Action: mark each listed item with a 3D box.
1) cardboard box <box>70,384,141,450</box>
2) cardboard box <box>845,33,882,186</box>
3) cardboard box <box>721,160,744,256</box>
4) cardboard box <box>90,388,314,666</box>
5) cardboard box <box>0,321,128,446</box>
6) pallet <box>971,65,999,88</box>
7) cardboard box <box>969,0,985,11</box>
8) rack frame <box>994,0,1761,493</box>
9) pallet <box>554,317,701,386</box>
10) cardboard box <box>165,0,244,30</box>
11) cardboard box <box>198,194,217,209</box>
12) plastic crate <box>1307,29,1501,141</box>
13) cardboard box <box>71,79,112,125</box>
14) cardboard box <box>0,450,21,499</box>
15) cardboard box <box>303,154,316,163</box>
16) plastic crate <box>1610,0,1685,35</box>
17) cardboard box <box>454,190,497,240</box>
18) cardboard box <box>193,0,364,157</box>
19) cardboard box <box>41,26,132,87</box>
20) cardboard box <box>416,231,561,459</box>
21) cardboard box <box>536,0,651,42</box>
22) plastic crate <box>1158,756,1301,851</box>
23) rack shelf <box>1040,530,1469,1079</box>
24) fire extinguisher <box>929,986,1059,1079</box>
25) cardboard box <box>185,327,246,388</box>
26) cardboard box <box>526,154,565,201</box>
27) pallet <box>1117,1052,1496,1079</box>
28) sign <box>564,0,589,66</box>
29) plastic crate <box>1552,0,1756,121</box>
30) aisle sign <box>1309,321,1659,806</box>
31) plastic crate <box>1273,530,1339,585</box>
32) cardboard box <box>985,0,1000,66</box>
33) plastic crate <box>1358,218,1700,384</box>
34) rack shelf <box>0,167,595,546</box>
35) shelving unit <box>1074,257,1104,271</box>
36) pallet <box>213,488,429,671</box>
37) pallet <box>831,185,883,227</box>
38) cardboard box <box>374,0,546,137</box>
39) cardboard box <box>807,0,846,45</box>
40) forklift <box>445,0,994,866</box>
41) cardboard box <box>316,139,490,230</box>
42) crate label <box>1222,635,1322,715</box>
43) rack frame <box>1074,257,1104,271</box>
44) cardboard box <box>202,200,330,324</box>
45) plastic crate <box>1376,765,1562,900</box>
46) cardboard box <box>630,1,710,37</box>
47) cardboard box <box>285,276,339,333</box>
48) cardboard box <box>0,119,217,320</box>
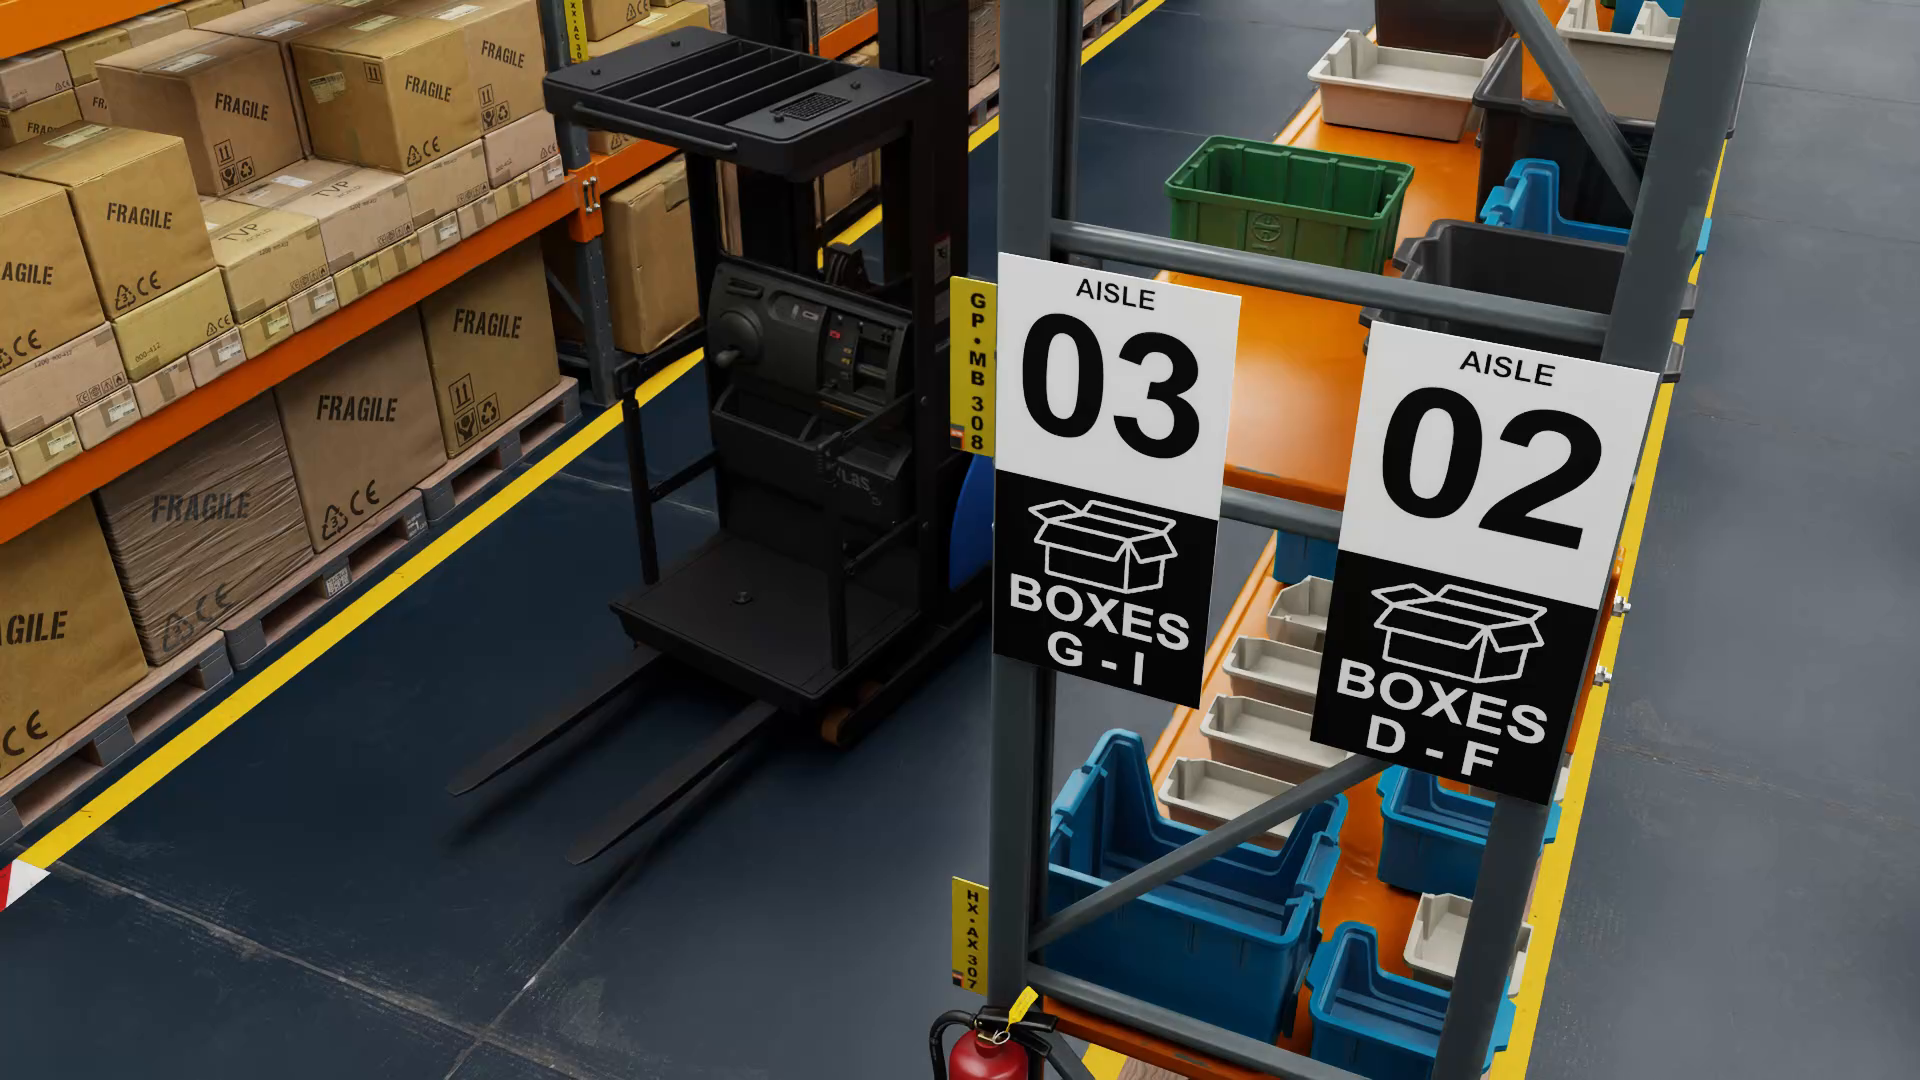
[{"bbox_3d":[-3.193,-0.477,5.972,0.380,0.149,0.250,14,36,20],"label":"cardboard box"},{"bbox_3d":[-0.923,-3.028,11.187,1.225,0.875,0.875,13,35,18],"label":"cardboard box"},{"bbox_3d":[-1.666,-2.143,9.838,1.225,0.875,0.875,13,35,19],"label":"cardboard box"},{"bbox_3d":[-3.386,-0.173,6.833,0.875,0.875,0.875,14,36,20],"label":"cardboard box"},{"bbox_3d":[-3.305,-0.595,5.787,0.500,0.250,0.500,14,36,20],"label":"cardboard box"},{"bbox_3d":[0.225,-3.908,13.518,1.003,0.211,1.213,14,36,20],"label":"pallet"},{"bbox_3d":[-0.150,-4.139,12.522,0.500,0.250,0.500,18,37,26],"label":"cardboard box"},{"bbox_3d":[0.536,-1.468,1.782,1.000,3.000,0.127,14,36,20],"label":"rack frame"},{"bbox_3d":[-2.034,-1.323,9.575,1.003,0.211,1.213,14,36,20],"label":"pallet"},{"bbox_3d":[-5.554,-3.808,12.034,0.500,0.250,0.500,15,36,22],"label":"cardboard box"},{"bbox_3d":[-3.361,-1.226,6.749,0.500,0.250,0.500,14,36,21],"label":"cardboard box"},{"bbox_3d":[1.175,-1.189,4.333,0.437,0.136,0.530,14,36,20],"label":"plastic crate"},{"bbox_3d":[-5.982,-2.977,11.452,0.500,0.500,0.500,16,36,23],"label":"cardboard box"},{"bbox_3d":[-3.408,-0.220,5.579,0.380,0.149,0.250,14,36,20],"label":"cardboard box"},{"bbox_3d":[-2.936,-1.729,7.517,0.500,0.250,0.500,14,36,20],"label":"cardboard box"},{"bbox_3d":[2.119,-1.609,4.886,0.416,0.233,0.300,14,36,20],"label":"plastic crate"},{"bbox_3d":[-2.334,-1.500,7.531,0.380,0.149,0.250,14,36,20],"label":"cardboard box"},{"bbox_3d":[-2.934,-2.040,7.307,0.500,0.500,0.500,14,36,20],"label":"cardboard box"},{"bbox_3d":[-5.982,-3.293,11.249,0.500,0.250,0.500,15,36,22],"label":"cardboard box"},{"bbox_3d":[-2.638,-1.064,8.193,0.875,0.875,0.875,14,36,20],"label":"cardboard box"},{"bbox_3d":[-2.029,-2.869,8.384,0.797,0.503,0.637,13,36,19],"label":"cardboard box"},{"bbox_3d":[0.713,0.678,4.166,0.396,0.136,0.243,14,36,20],"label":"plastic crate"},{"bbox_3d":[1.373,0.345,5.144,1.077,0.370,4.000,14,36,20],"label":"rack shelf"},{"bbox_3d":[0.060,1.200,3.595,0.296,0.674,0.183,14,36,20],"label":"fire extinguisher"},{"bbox_3d":[-2.978,-0.733,6.361,0.380,0.149,0.250,14,36,20],"label":"cardboard box"},{"bbox_3d":[-2.119,-1.756,7.921,0.380,0.149,0.250,14,36,21],"label":"cardboard box"},{"bbox_3d":[0.917,1.805,4.805,1.003,0.211,1.213,14,36,20],"label":"pallet"},{"bbox_3d":[-1.784,-2.356,7.746,0.100,0.325,0.005,14,36,20],"label":"sign"},{"bbox_3d":[1.744,-1.197,4.213,0.437,0.282,0.530,14,36,20],"label":"plastic crate"},{"bbox_3d":[0.776,0.058,2.556,0.394,0.787,0.004,14,36,20],"label":"aisle sign"},{"bbox_3d":[1.163,0.004,5.106,0.416,0.233,0.300,14,36,20],"label":"plastic crate"},{"bbox_3d":[0.098,-4.120,13.176,0.700,0.500,0.500,17,37,24],"label":"cardboard box"},{"bbox_3d":[0.951,-0.287,2.836,0.497,0.269,0.590,14,36,20],"label":"plastic crate"},{"bbox_3d":[-3.126,-0.791,6.877,1.077,0.370,4.000,14,36,20],"label":"rack shelf"},{"bbox_3d":[0.415,-0.752,7.802,0.258,1.200,0.503,21,39,29],"label":"shelving unit"},{"bbox_3d":[-3.187,0.049,7.483,1.003,0.211,1.213,14,36,20],"label":"pallet"},{"bbox_3d":[-1.014,-2.538,11.429,1.003,0.211,1.213,14,36,20],"label":"pallet"},{"bbox_3d":[-2.238,-2.173,7.510,0.500,0.500,0.500,15,36,22],"label":"cardboard box"},{"bbox_3d":[-1.025,-3.313,9.975,0.500,0.500,0.500,13,35,19],"label":"cardboard box"},{"bbox_3d":[-0.710,-0.716,6.170,1.130,2.935,3.031,21,39,29],"label":"forklift"},{"bbox_3d":[-2.449,-1.611,7.337,0.500,0.250,0.500,15,36,22],"label":"cardboard box"},{"bbox_3d":[0.942,0.393,4.601,0.396,0.136,0.243,14,36,20],"label":"crate label"},{"bbox_3d":[0.556,-0.861,7.969,0.240,1.200,0.015,21,39,29],"label":"rack frame"},{"bbox_3d":[-2.878,-1.105,6.566,0.500,0.250,0.500,13,36,20],"label":"cardboard box"},{"bbox_3d":[1.214,0.710,4.029,0.416,0.233,0.300,14,36,20],"label":"plastic crate"},{"bbox_3d":[-1.660,-2.552,8.815,0.500,0.500,0.500,14,36,21],"label":"cardboard box"},{"bbox_3d":[-2.764,-0.989,6.752,0.380,0.149,0.250,15,36,21],"label":"cardboard box"},{"bbox_3d":[-3.096,-1.156,5.960,0.500,0.500,0.500,13,35,19],"label":"cardboard box"}]
